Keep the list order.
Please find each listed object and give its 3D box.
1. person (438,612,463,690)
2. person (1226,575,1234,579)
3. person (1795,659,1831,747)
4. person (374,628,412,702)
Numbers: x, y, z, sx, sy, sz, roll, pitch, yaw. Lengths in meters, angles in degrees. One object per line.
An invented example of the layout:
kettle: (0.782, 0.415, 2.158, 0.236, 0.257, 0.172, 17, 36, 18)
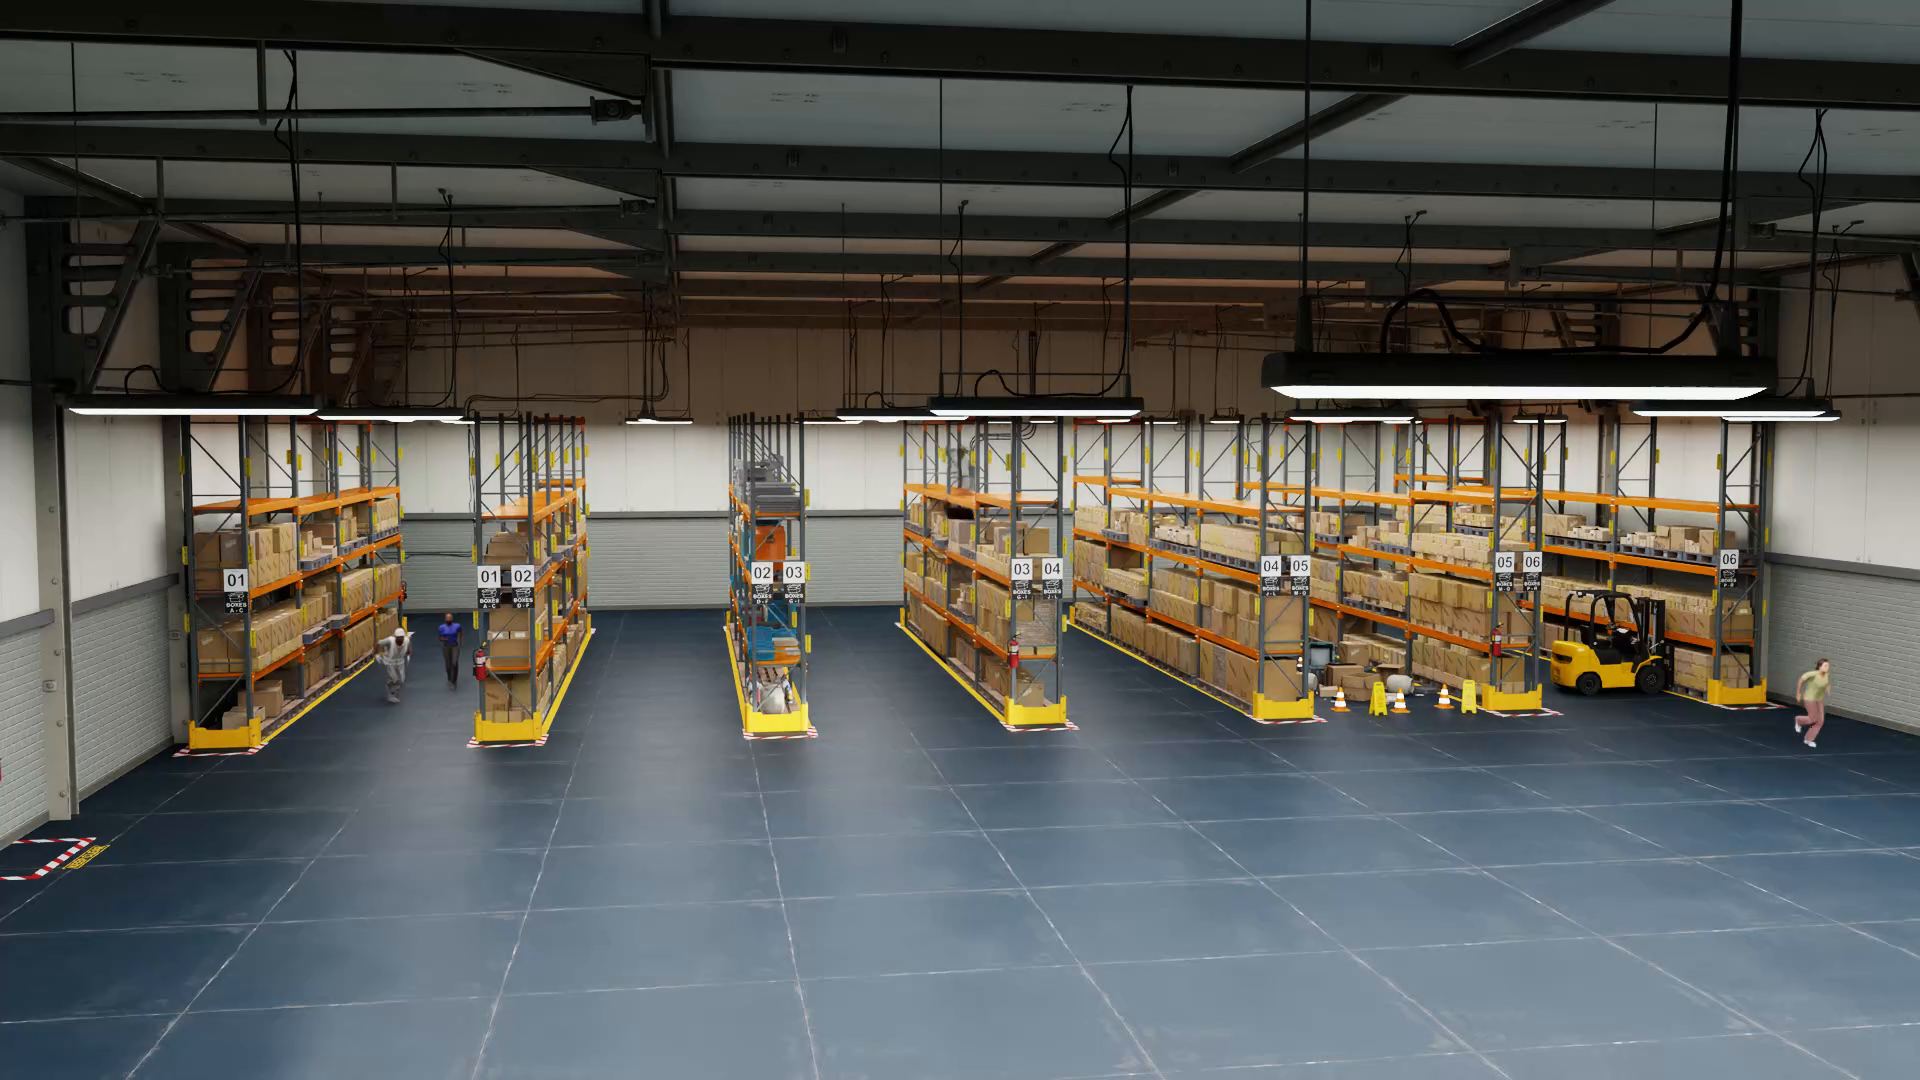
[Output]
person: (-11.156, 2.426, 36.411, 0.499, 1.702, 0.799, -1, 4, -11)
person: (8.611, 1.310, 52.505, 0.864, 1.732, 0.561, -1, 4, -19)
person: (15.371, 2.912, 29.942, 0.574, 1.598, 0.654, -1, 4, -18)
person: (-11.690, 2.594, 34.356, 0.713, 1.590, 0.821, -3, 5, -40)
